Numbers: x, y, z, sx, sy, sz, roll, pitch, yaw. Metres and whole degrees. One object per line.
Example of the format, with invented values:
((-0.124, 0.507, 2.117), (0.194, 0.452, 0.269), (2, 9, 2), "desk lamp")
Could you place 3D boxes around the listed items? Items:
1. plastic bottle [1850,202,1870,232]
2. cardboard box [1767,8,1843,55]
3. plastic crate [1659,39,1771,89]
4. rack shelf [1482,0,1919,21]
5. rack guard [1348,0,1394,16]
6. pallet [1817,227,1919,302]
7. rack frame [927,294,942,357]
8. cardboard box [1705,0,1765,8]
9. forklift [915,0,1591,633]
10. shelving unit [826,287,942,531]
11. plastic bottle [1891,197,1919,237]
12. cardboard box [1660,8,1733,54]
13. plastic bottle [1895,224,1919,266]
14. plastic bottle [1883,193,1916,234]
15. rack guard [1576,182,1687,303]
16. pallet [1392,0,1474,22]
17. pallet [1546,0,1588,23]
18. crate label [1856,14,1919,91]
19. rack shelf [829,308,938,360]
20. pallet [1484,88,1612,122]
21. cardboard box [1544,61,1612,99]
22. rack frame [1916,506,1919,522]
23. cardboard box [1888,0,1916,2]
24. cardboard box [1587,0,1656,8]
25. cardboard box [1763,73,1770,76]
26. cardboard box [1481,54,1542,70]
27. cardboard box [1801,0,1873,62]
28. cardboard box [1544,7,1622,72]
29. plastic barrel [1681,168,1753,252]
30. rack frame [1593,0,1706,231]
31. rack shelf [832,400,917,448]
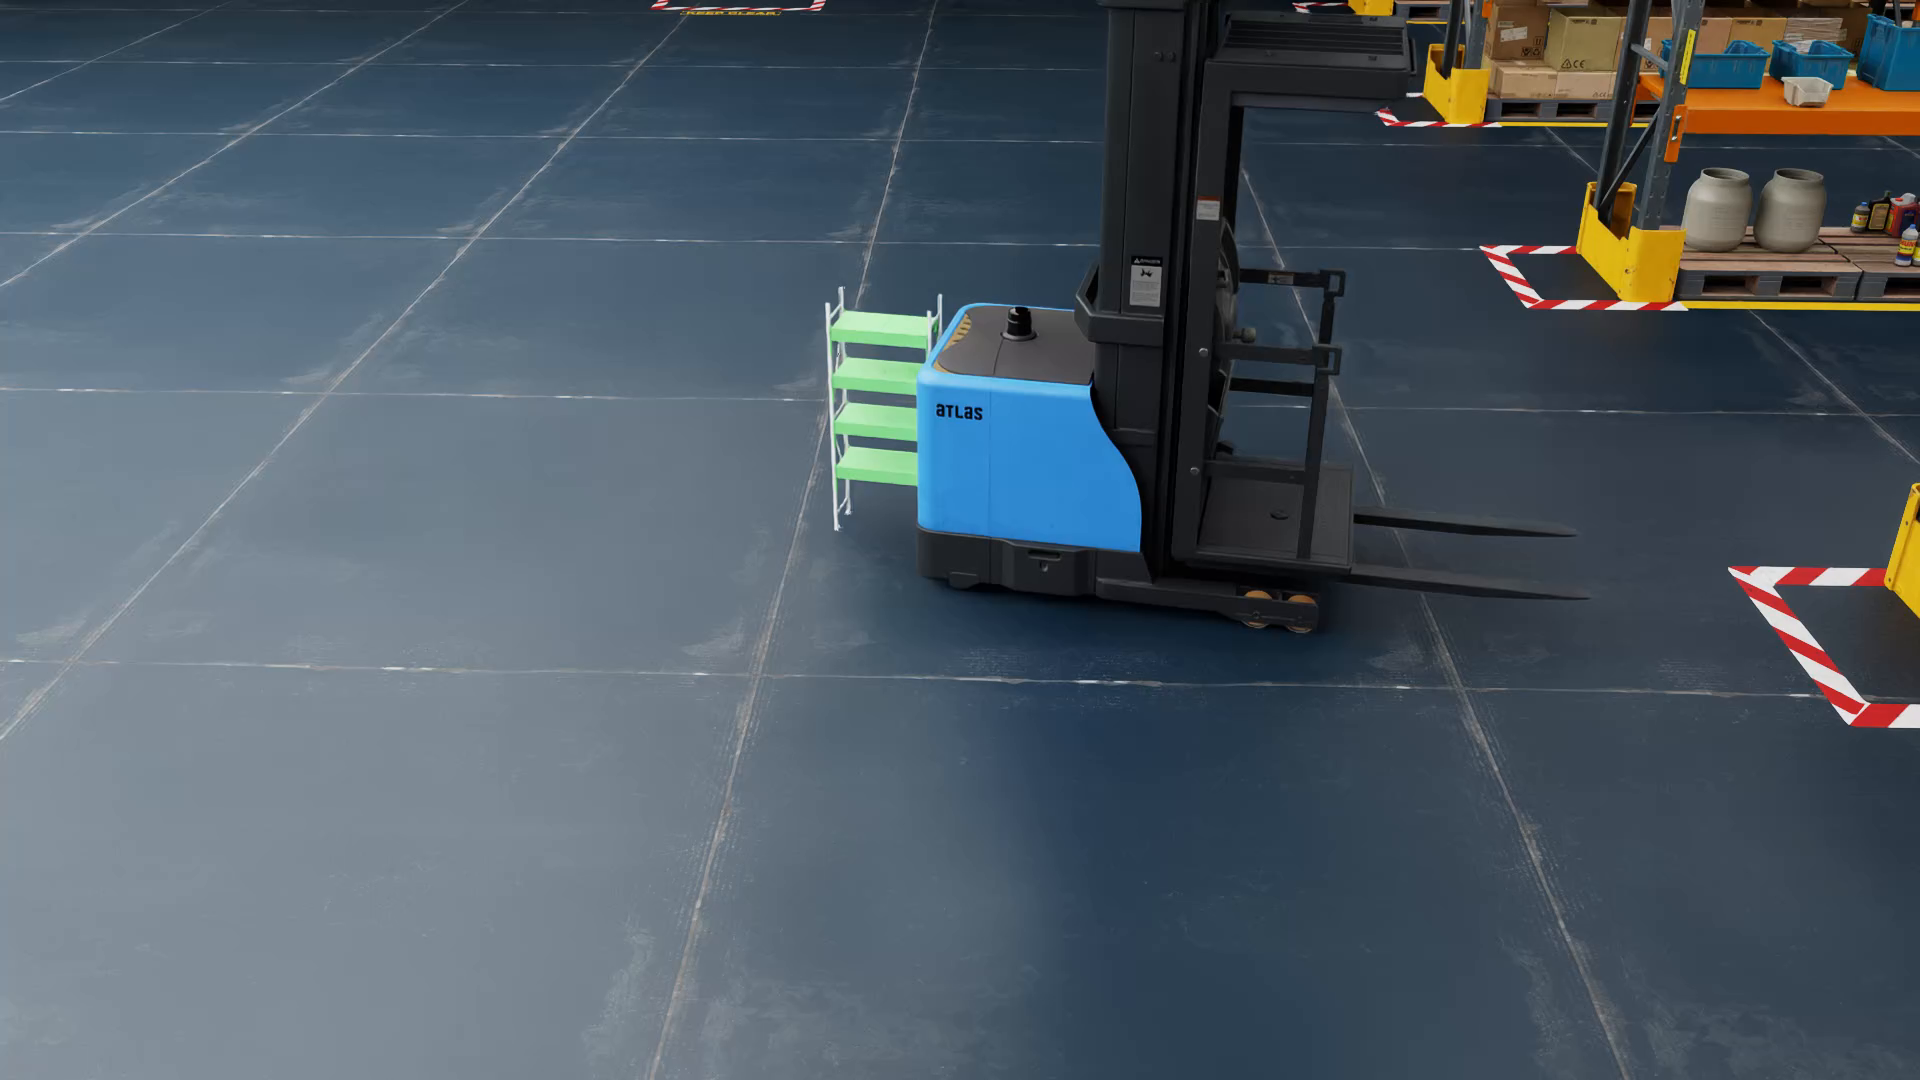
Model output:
((6.473, -2.323, 11.948), (0.097, 0.201, 0.097), (0, 28, 0), "plastic bottle")
((7.828, -4.664, 15.532), (0.500, 0.500, 0.500), (1, 28, 2), "cardboard box")
((5.133, -3.256, 11.349), (0.616, 0.251, 0.499), (1, 28, 2), "plastic crate")
((6.799, -5.158, 15.545), (4.000, 0.370, 1.077), (1, 28, 2), "rack shelf")
((5.048, -6.722, 20.396), (0.348, 0.500, 1.175), (1, 28, 2), "rack guard")
((6.727, -1.942, 11.687), (1.213, 0.211, 1.003), (1, 28, 2), "pallet")
((-0.118, -0.580, 8.063), (0.015, 1.200, 0.240), (6, 29, 11), "rack frame")
((7.346, -4.915, 16.006), (0.500, 0.500, 0.500), (1, 28, 2), "cardboard box")
((1.363, -1.152, 7.293), (3.031, 2.935, 1.130), (6, 29, 11), "forklift")
((-0.356, -0.605, 8.110), (0.503, 1.200, 0.258), (6, 29, 11), "shelving unit")
((6.721, -2.292, 11.802), (0.133, 0.283, 0.061), (1, 28, 2), "plastic bottle")
((6.828, -4.672, 15.547), (0.500, 0.500, 0.500), (1, 28, 2), "cardboard box")
((6.423, -2.003, 11.270), (0.097, 0.271, 0.097), (0, 28, 0), "plastic bottle")
((6.724, -2.339, 11.898), (0.135, 0.276, 0.152), (1, 28, 2), "plastic bottle")
((4.700, -2.107, 11.690), (0.348, 0.500, 1.175), (1, 28, 2), "rack guard")
((5.858, -6.564, 20.407), (1.213, 0.211, 1.003), (1, 28, 2), "pallet")
((7.074, -6.543, 20.367), (1.213, 0.211, 1.003), (1, 28, 2), "pallet")
((6.471, -3.302, 11.239), (0.616, 0.435, 0.502), (1, 28, 2), "crate label")
((-0.356, -0.973, 7.915), (0.480, 0.148, 0.258), (6, 29, 11), "rack shelf")
((5.566, -4.284, 16.105), (1.213, 0.211, 1.003), (1, 28, 2), "pallet")
((5.828, -4.360, 15.759), (0.500, 0.250, 0.500), (1, 28, 2), "cardboard box")
((4.447, -0.872, 6.692), (0.127, 3.000, 1.000), (1, 28, 2), "rack frame")
((11.237, -6.831, 20.132), (0.500, 0.500, 0.700), (1, 28, 2), "cardboard box")
((6.347, -4.931, 16.037), (0.500, 0.500, 0.500), (1, 28, 2), "cardboard box")
((7.327, -4.333, 15.708), (0.500, 0.250, 0.500), (1, 28, 2), "cardboard box")
((5.347, -4.609, 16.229), (0.500, 0.250, 0.500), (1, 28, 2), "cardboard box")
((8.346, -4.899, 15.975), (0.500, 0.500, 0.500), (1, 28, 2), "cardboard box")
((5.828, -4.690, 15.582), (0.500, 0.500, 0.500), (1, 28, 2), "cardboard box")
((5.282, -2.301, 11.597), (0.421, 0.512, 0.421), (0, 28, 0), "plastic barrel")
((4.622, -3.190, 11.065), (0.127, 3.000, 1.000), (1, 28, 2), "rack frame")
((-0.356, -0.549, 8.140), (0.480, 0.148, 0.258), (6, 29, 11), "rack shelf")
